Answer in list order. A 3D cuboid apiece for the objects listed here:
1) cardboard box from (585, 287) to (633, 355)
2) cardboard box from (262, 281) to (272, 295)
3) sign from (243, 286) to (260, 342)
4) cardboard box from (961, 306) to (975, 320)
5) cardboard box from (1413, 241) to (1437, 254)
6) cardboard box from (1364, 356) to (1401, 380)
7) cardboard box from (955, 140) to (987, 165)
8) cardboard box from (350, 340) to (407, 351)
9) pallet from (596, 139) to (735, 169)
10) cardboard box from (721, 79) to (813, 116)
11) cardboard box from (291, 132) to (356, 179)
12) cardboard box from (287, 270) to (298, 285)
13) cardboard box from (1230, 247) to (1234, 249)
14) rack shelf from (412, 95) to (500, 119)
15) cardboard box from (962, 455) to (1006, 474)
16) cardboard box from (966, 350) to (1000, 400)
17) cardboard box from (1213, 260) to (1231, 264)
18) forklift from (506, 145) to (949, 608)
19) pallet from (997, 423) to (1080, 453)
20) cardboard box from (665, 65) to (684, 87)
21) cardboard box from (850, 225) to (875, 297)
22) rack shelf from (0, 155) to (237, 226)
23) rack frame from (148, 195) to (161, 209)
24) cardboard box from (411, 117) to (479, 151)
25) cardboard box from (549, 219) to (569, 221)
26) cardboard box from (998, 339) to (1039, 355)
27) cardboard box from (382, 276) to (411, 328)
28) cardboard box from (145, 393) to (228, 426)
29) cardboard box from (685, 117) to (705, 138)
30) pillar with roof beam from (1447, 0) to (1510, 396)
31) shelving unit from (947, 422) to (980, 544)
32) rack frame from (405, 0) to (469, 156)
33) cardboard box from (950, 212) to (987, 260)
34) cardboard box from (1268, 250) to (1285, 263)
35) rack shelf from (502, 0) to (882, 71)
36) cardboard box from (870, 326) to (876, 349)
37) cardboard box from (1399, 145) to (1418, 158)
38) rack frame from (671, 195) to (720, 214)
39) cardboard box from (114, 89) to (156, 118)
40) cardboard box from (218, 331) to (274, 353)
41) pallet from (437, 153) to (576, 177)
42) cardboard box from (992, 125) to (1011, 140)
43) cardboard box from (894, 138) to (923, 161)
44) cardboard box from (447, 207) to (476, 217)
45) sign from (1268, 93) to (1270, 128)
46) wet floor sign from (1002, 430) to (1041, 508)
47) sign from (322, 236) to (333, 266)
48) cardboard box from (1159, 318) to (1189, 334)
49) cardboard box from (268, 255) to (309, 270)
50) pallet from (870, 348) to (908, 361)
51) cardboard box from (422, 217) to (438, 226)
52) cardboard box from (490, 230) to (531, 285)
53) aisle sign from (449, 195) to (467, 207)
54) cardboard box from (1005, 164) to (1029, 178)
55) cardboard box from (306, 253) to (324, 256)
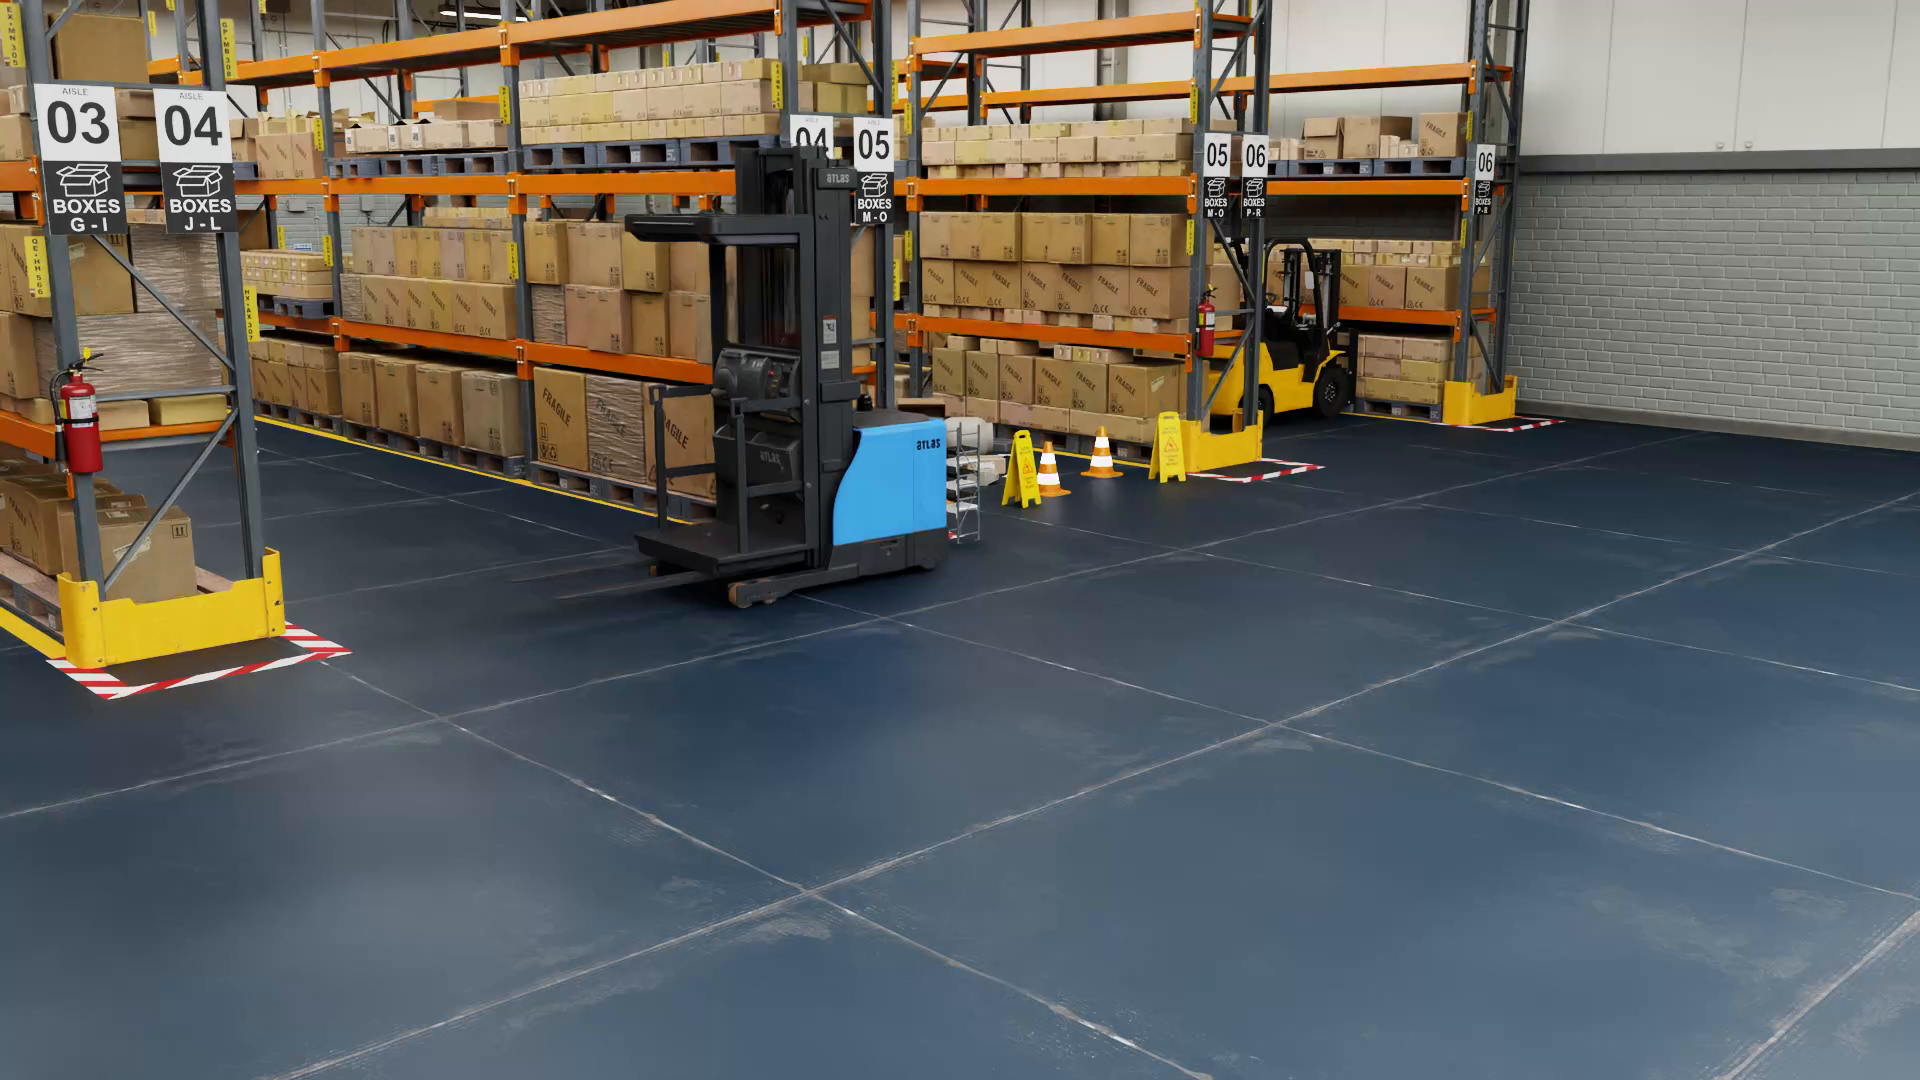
[{"bbox_3d":[-2.735,-1.940,14.520,0.875,0.550,0.550,-11,16,-43],"label":"cardboard box"},{"bbox_3d":[-7.822,-2.915,19.208,0.250,0.149,0.380,11,16,43],"label":"cardboard box"},{"bbox_3d":[-4.184,-1.330,9.788,0.100,0.325,0.005,-11,16,-43],"label":"sign"},{"bbox_3d":[0.231,-2.517,18.319,0.380,0.149,0.250,-11,16,-43],"label":"cardboard box"},{"bbox_3d":[5.585,-3.471,19.731,0.380,0.149,0.250,-11,16,-42],"label":"cardboard box"},{"bbox_3d":[5.277,-2.110,20.252,0.500,0.250,0.500,-11,16,-43],"label":"cardboard box"},{"bbox_3d":[0.297,-4.160,17.871,0.500,0.250,0.500,-11,16,-43],"label":"cardboard box"},{"bbox_3d":[-6.745,-2.157,19.245,0.500,0.250,0.500,11,16,43],"label":"cardboard box"},{"bbox_3d":[-2.286,-3.217,13.881,1.003,0.211,1.213,-11,16,-43],"label":"pallet"},{"bbox_3d":[-1.460,-3.335,12.579,0.500,0.250,0.500,-11,16,-42],"label":"cardboard box"},{"bbox_3d":[-7.022,-4.240,18.378,0.500,0.500,0.500,-11,16,-43],"label":"cardboard box"},{"bbox_3d":[-7.300,-2.950,18.641,0.380,0.149,0.250,-10,15,-40],"label":"cardboard box"},{"bbox_3d":[3.680,-3.889,21.760,0.380,0.149,0.250,-11,16,-42],"label":"cardboard box"},{"bbox_3d":[-7.078,-6.645,25.636,1.077,0.370,4.000,-11,16,-43],"label":"rack shelf"},{"bbox_3d":[0.225,-0.725,16.061,0.380,0.149,0.250,-3,12,-13],"label":"cardboard box"},{"bbox_3d":[0.419,-1.821,18.232,0.500,0.500,0.500,-10,15,-40],"label":"cardboard box"},{"bbox_3d":[3.533,-3.435,21.904,0.500,0.500,0.500,11,16,44],"label":"cardboard box"},{"bbox_3d":[-1.525,-1.112,11.046,3.031,2.935,1.130,-10,15,-40],"label":"forklift"},{"bbox_3d":[1.164,-1.158,18.010,1.003,0.211,1.213,-11,16,-43],"label":"pallet"},{"bbox_3d":[-2.098,-3.648,13.110,0.380,0.149,0.250,-11,16,-42],"label":"cardboard box"},{"bbox_3d":[-1.148,-2.169,12.956,0.875,0.550,0.550,-11,16,-43],"label":"cardboard box"},{"bbox_3d":[-5.958,-2.239,10.695,1.077,0.370,4.000,-11,16,-43],"label":"rack shelf"},{"bbox_3d":[-11.969,-3.842,24.126,1.000,3.000,0.127,-11,16,-43],"label":"rack frame"},{"bbox_3d":[-5.052,-3.996,16.372,0.500,0.311,0.500,11,16,43],"label":"cardboard box"},{"bbox_3d":[-5.600,-4.397,24.095,0.500,0.500,0.500,-11,16,-42],"label":"cardboard box"},{"bbox_3d":[0.628,-2.075,17.857,0.380,0.149,0.250,-10,15,-39],"label":"cardboard box"},{"bbox_3d":[-5.628,-2.473,17.232,0.500,0.500,0.500,-11,16,-43],"label":"cardboard box"},{"bbox_3d":[-4.601,-0.782,9.897,0.380,0.149,0.250,-11,16,-43],"label":"cardboard box"},{"bbox_3d":[-1.920,-3.220,13.008,0.380,0.149,0.250,-11,16,-42],"label":"cardboard box"},{"bbox_3d":[3.236,-5.469,17.157,9.100,9.000,0.400,-11,16,-43],"label":"pillar with roof beam"},{"bbox_3d":[-0.005,-0.442,12.826,0.258,0.900,0.210,-11,16,-43],"label":"shelving unit"},{"bbox_3d":[-8.459,-7.485,26.940,1.000,3.000,0.127,-11,16,-43],"label":"rack frame"},{"bbox_3d":[0.312,-3.307,18.069,0.700,0.500,0.500,-11,16,-42],"label":"cardboard box"},{"bbox_3d":[4.122,-3.614,21.166,0.380,0.149,0.250,-11,16,-43],"label":"cardboard box"},{"bbox_3d":[-2.301,-4.189,13.716,1.077,0.370,4.000,-11,16,-43],"label":"rack shelf"},{"bbox_3d":[-1.221,-3.385,27.060,0.500,0.500,0.500,11,16,43],"label":"cardboard box"},{"bbox_3d":[5.386,-4.583,19.623,0.250,0.149,0.380,11,16,44],"label":"cardboard box"},{"bbox_3d":[-4.871,-5.239,30.905,1.000,3.000,0.127,-11,16,-43],"label":"rack frame"},{"bbox_3d":[-4.600,-2.494,9.532,0.380,0.149,0.250,-11,16,-43],"label":"cardboard box"},{"bbox_3d":[-8.887,-2.462,20.724,0.500,0.250,0.500,11,16,43],"label":"cardboard box"},{"bbox_3d":[-4.351,-3.593,15.958,1.217,0.209,0.805,11,16,43],"label":"pallet"},{"bbox_3d":[0.556,-4.295,17.540,0.250,0.149,0.380,11,16,43],"label":"cardboard box"},{"bbox_3d":[-0.680,-4.462,19.031,0.500,0.250,0.500,-11,16,-44],"label":"cardboard box"},{"bbox_3d":[-7.890,-5.194,26.357,0.250,0.149,0.380,11,16,43],"label":"cardboard box"},{"bbox_3d":[2.983,-4.184,16.187,0.100,0.325,0.005,-11,16,-43],"label":"sign"},{"bbox_3d":[0.532,-0.625,14.348,0.232,0.644,0.267,8,14,35],"label":"wet floor sign"},{"bbox_3d":[-6.830,-3.126,17.976,0.100,0.325,0.005,-11,16,-43],"label":"sign"},{"bbox_3d":[2.178,-2.113,16.357,0.380,0.149,0.250,-10,15,-41],"label":"cardboard box"},{"bbox_3d":[-7.654,-3.170,18.970,0.380,0.149,0.250,-10,15,-41],"label":"cardboard box"},{"bbox_3d":[-1.520,-3.176,27.802,1.003,0.211,1.213,-11,16,-43],"label":"pallet"},{"bbox_3d":[-8.333,-4.975,26.902,0.500,0.500,0.500,-11,16,-44],"label":"cardboard box"},{"bbox_3d":[-4.029,-2.701,15.862,0.700,0.500,0.500,-11,16,-44],"label":"cardboard box"},{"bbox_3d":[-8.284,-5.873,27.544,0.394,0.787,0.004,-11,16,-43],"label":"aisle sign"},{"bbox_3d":[0.693,-3.861,17.408,0.380,0.149,0.250,-11,16,-44],"label":"cardboard box"},{"bbox_3d":[-7.532,-3.334,19.770,0.380,0.149,0.250,-10,15,-41],"label":"cardboard box"}]
